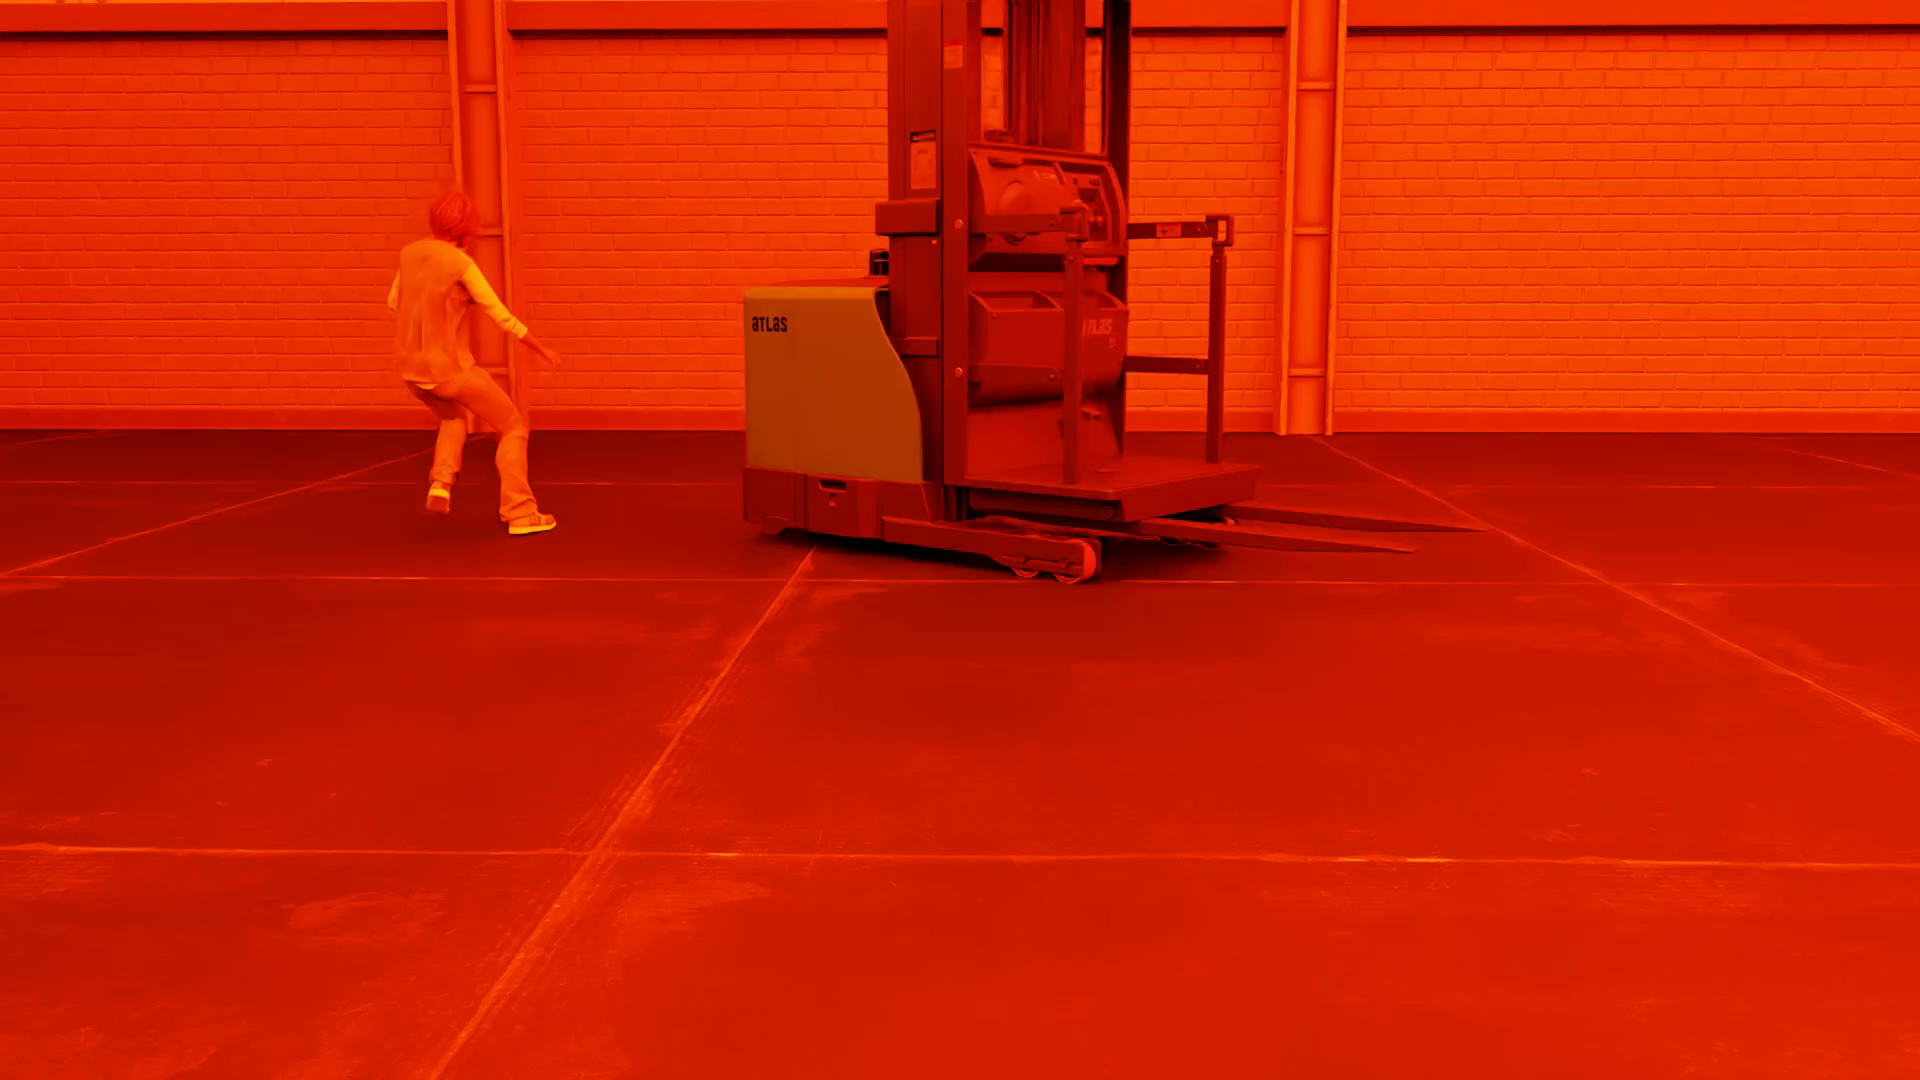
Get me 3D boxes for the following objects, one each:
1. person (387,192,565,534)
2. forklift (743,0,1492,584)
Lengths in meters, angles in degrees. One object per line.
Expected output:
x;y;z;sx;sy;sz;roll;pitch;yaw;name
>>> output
-2.153;-0.771;7.283;0.662;1.466;0.547;4;10;26;person
0.520;-1.377;6.436;3.031;2.935;1.130;7;11;39;forklift
